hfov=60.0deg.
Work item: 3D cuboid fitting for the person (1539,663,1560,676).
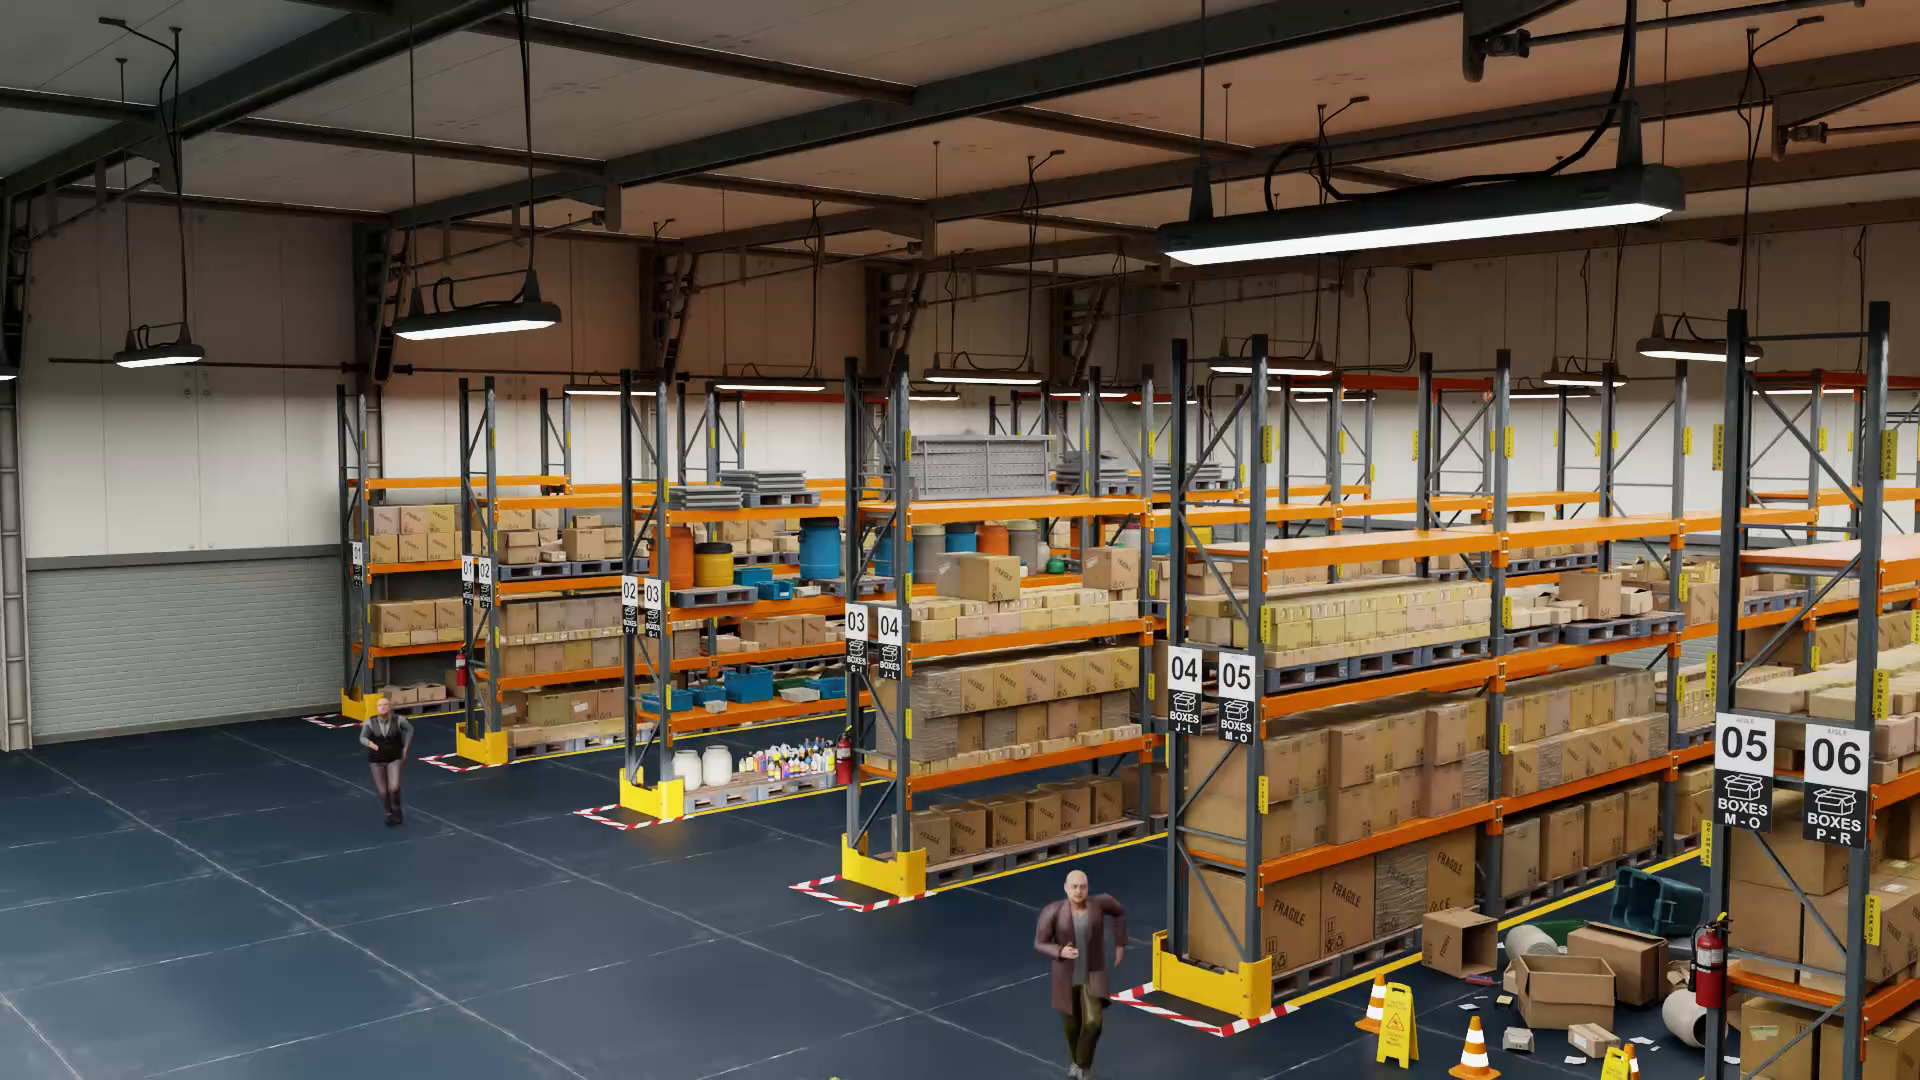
[{"bbox_3d":[8.983,2.664,25.296,0.635,1.780,0.759,3,5,38],"label":"person"}]

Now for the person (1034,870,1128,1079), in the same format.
[{"bbox_3d":[0.952,3.423,12.978,0.755,1.749,0.868,0,4,0],"label":"person"}]

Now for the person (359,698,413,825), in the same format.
[{"bbox_3d":[-7.472,2.885,21.654,0.652,1.676,0.693,-1,4,-13],"label":"person"}]
